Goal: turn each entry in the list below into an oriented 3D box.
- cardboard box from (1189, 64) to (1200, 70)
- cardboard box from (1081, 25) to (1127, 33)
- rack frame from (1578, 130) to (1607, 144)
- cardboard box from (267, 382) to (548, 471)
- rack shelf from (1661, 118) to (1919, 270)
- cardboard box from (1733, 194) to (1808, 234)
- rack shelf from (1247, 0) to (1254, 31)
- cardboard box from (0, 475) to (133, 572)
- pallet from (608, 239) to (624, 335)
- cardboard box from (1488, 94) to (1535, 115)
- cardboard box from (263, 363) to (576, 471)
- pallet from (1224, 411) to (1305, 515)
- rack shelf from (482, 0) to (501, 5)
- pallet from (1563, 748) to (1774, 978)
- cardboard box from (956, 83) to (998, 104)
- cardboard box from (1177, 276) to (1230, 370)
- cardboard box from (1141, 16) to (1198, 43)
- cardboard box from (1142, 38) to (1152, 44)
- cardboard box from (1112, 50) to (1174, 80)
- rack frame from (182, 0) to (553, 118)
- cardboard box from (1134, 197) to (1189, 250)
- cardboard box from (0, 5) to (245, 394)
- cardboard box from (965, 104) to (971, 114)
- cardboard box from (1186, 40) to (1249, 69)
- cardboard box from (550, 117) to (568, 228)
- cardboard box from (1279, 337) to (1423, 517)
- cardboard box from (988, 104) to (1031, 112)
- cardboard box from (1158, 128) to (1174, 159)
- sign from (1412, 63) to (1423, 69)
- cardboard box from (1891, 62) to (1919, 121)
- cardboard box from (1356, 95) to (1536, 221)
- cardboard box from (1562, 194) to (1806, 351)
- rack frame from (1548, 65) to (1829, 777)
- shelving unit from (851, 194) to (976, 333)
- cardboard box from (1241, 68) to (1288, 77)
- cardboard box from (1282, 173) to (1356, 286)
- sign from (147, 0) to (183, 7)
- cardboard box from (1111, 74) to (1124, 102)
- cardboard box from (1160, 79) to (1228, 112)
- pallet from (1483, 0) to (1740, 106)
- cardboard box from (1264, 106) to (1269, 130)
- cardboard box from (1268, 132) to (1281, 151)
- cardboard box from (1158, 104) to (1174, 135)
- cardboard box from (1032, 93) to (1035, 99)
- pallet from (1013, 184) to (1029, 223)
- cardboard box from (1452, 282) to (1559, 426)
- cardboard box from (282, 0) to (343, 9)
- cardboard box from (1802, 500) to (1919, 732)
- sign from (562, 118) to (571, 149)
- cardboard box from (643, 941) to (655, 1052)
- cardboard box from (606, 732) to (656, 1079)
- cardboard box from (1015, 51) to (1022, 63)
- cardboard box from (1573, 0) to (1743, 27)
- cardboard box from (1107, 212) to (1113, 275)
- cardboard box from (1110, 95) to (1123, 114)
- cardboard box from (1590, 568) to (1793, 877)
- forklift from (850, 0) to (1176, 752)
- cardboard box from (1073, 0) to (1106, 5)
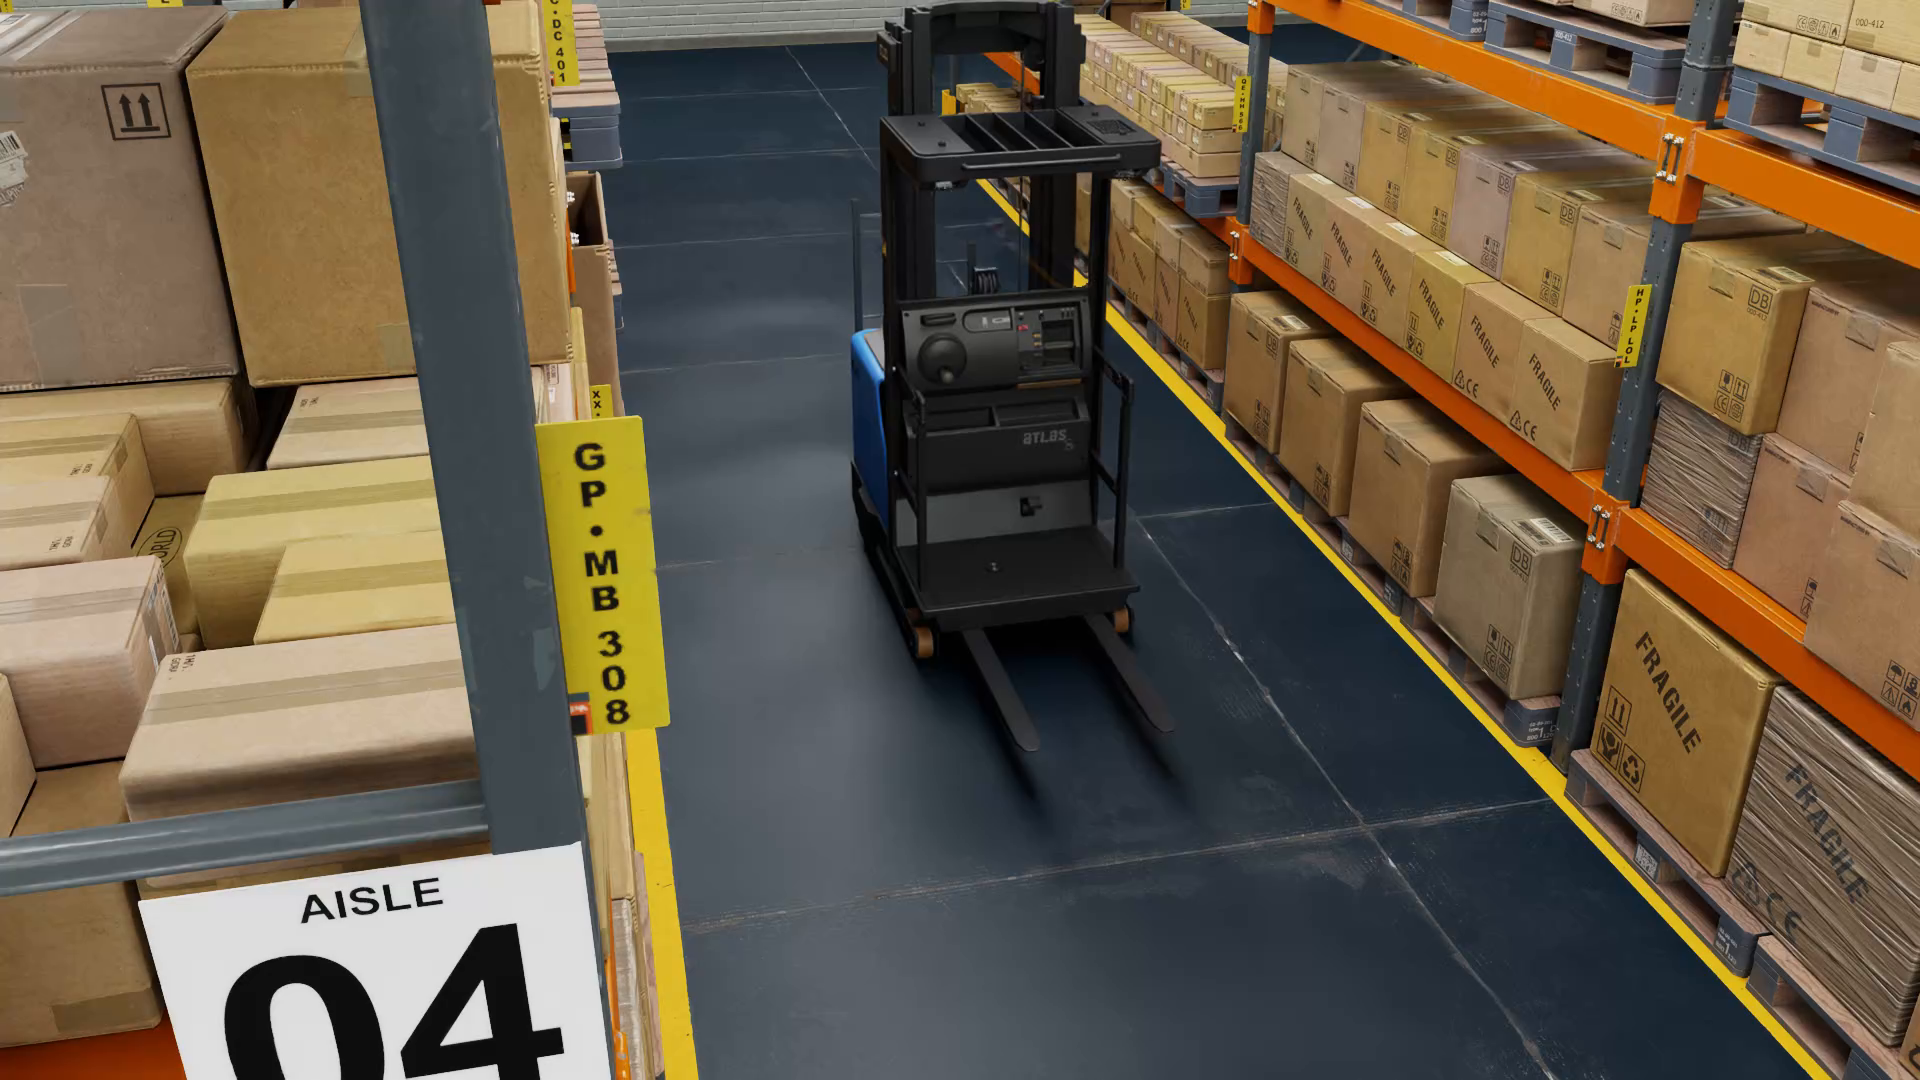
[{"bbox_3d":[1.873,-3.378,12.096,0.380,0.149,0.250,-6,27,-11],"label":"cardboard box"},{"bbox_3d":[1.055,-3.790,12.582,0.380,0.149,0.250,-6,27,-11],"label":"cardboard box"},{"bbox_3d":[6.090,-4.450,14.737,1.000,3.000,0.127,-6,27,-12],"label":"rack frame"},{"bbox_3d":[-0.830,-0.119,2.552,0.380,0.149,0.250,-5,27,-10],"label":"cardboard box"},{"bbox_3d":[3.544,-0.531,4.442,1.077,0.370,4.000,-6,27,-12],"label":"rack shelf"},{"bbox_3d":[6.720,-2.636,13.036,0.875,0.875,0.875,-6,27,-11],"label":"cardboard box"},{"bbox_3d":[1.741,-4.043,11.400,1.077,0.370,4.000,-6,27,-12],"label":"rack shelf"},{"bbox_3d":[-1.340,0.049,2.219,0.380,0.149,0.250,-7,28,-14],"label":"cardboard box"},{"bbox_3d":[-2.399,-1.300,8.709,1.213,0.211,1.003,-6,27,-12],"label":"pallet"},{"bbox_3d":[5.851,-4.173,16.566,0.875,0.438,0.875,-7,28,-13],"label":"cardboard box"},{"bbox_3d":[-0.947,-0.129,3.014,0.500,0.250,0.500,-6,27,-12],"label":"cardboard box"},{"bbox_3d":[2.296,-0.548,10.102,1.003,0.211,1.213,-6,27,-12],"label":"pallet"},{"bbox_3d":[-1.311,-1.409,2.857,1.077,0.370,4.000,-6,27,-12],"label":"rack shelf"},{"bbox_3d":[3.188,1.196,6.647,1.003,0.211,1.213,-6,27,-12],"label":"pallet"},{"bbox_3d":[0.176,-4.575,17.022,0.380,0.149,0.250,-7,28,-14],"label":"cardboard box"},{"bbox_3d":[1.789,-1.481,11.163,0.500,0.500,0.500,-6,27,-12],"label":"cardboard box"},{"bbox_3d":[1.632,-3.969,12.938,0.380,0.149,0.250,-7,28,-13],"label":"cardboard box"},{"bbox_3d":[1.633,-3.841,13.013,0.380,0.149,0.250,-6,27,-11],"label":"cardboard box"},{"bbox_3d":[1.288,-3.339,11.688,0.380,0.149,0.250,-5,27,-10],"label":"cardboard box"},{"bbox_3d":[-1.762,-2.610,4.434,1.000,3.000,0.127,-6,27,-12],"label":"rack frame"},{"bbox_3d":[1.559,-2.272,11.899,0.500,0.250,0.500,-5,27,-10],"label":"cardboard box"},{"bbox_3d":[-1.456,-0.570,2.726,0.500,0.500,0.500,-6,27,-12],"label":"cardboard box"},{"bbox_3d":[0.264,-4.324,16.856,0.380,0.149,0.250,-6,27,-12],"label":"cardboard box"},{"bbox_3d":[1.864,-3.515,12.038,0.380,0.149,0.250,-7,28,-14],"label":"cardboard box"},{"bbox_3d":[-1.405,-1.030,4.799,0.500,0.250,0.500,-5,27,-10],"label":"cardboard box"},{"bbox_3d":[2.442,-0.670,9.279,1.050,0.750,0.750,-6,27,-11],"label":"cardboard box"},{"bbox_3d":[0.477,-4.119,16.120,0.380,0.149,0.250,-5,27,-10],"label":"cardboard box"},{"bbox_3d":[1.520,-2.614,10.913,0.380,0.149,0.250,-5,27,-11],"label":"cardboard box"},{"bbox_3d":[2.732,-2.722,10.028,0.100,0.325,0.005,-6,27,-12],"label":"sign"},{"bbox_3d":[3.015,-1.322,4.914,0.380,0.149,0.250,-6,27,-12],"label":"cardboard box"},{"bbox_3d":[2.516,-1.993,8.649,0.700,0.500,0.500,-6,27,-12],"label":"cardboard box"},{"bbox_3d":[2.976,-1.099,6.878,0.700,0.500,0.500,-6,27,-12],"label":"cardboard box"},{"bbox_3d":[3.093,-0.391,6.695,1.000,3.000,0.127,-6,27,-12],"label":"rack frame"},{"bbox_3d":[-0.283,-1.175,9.913,0.538,1.500,1.048,-6,27,-13],"label":"shelving unit"},{"bbox_3d":[2.103,-3.052,11.121,0.380,0.149,0.250,-7,28,-14],"label":"cardboard box"},{"bbox_3d":[2.147,-1.744,9.265,0.500,0.500,0.500,-6,27,-12],"label":"cardboard box"},{"bbox_3d":[-2.302,-1.619,4.790,0.100,0.325,0.005,-6,27,-12],"label":"sign"},{"bbox_3d":[1.285,-3.205,11.753,0.380,0.149,0.250,-6,28,-13],"label":"cardboard box"},{"bbox_3d":[1.521,-2.882,10.783,0.380,0.149,0.250,-5,27,-10],"label":"cardboard box"},{"bbox_3d":[2.839,-2.042,6.850,0.805,0.209,1.217,-7,28,-14],"label":"pallet"},{"bbox_3d":[2.152,-2.823,10.997,0.380,0.149,0.250,-7,28,-13],"label":"cardboard box"},{"bbox_3d":[2.227,-2.557,10.800,0.380,0.149,0.250,-5,27,-9],"label":"cardboard box"},{"bbox_3d":[1.513,-2.758,10.868,0.380,0.149,0.250,-5,27,-10],"label":"cardboard box"},{"bbox_3d":[0.938,-4.416,16.707,0.380,0.149,0.250,-7,28,-13],"label":"cardboard box"},{"bbox_3d":[1.104,-2.949,14.859,1.003,0.211,1.213,-6,27,-12],"label":"pallet"},{"bbox_3d":[2.601,-0.859,7.512,0.500,0.500,0.500,-6,27,-12],"label":"cardboard box"},{"bbox_3d":[-1.771,-1.721,5.420,0.797,0.503,0.637,-7,28,-14],"label":"cardboard box"},{"bbox_3d":[3.341,0.191,5.376,0.875,0.550,0.550,-6,27,-12],"label":"cardboard box"},{"bbox_3d":[-2.137,-2.228,9.139,0.100,0.325,0.005,-6,27,-12],"label":"sign"},{"bbox_3d":[-0.936,1.119,3.983,0.380,0.149,0.250,-6,27,-12],"label":"cardboard box"},{"bbox_3d":[-0.825,0.711,2.961,0.500,0.500,0.500,-6,27,-12],"label":"cardboard box"},{"bbox_3d":[0.707,-4.350,14.817,0.380,0.149,0.250,-7,28,-14],"label":"cardboard box"},{"bbox_3d":[2.778,-2.189,6.518,0.500,0.250,0.500,-6,27,-11],"label":"cardboard box"},{"bbox_3d":[1.319,-2.391,12.966,0.500,0.500,0.500,-5,27,-9],"label":"cardboard box"},{"bbox_3d":[1.284,-3.075,11.826,0.380,0.149,0.250,-7,28,-14],"label":"cardboard box"},{"bbox_3d":[3.167,0.653,6.518,0.875,0.875,0.875,-6,27,-11],"label":"cardboard box"},{"bbox_3d":[0.235,-0.918,7.816,1.130,2.935,3.031,-6,27,-13],"label":"forklift"},{"bbox_3d":[0.921,-4.706,13.693,0.500,0.500,0.500,-7,28,-13],"label":"cardboard box"}]
